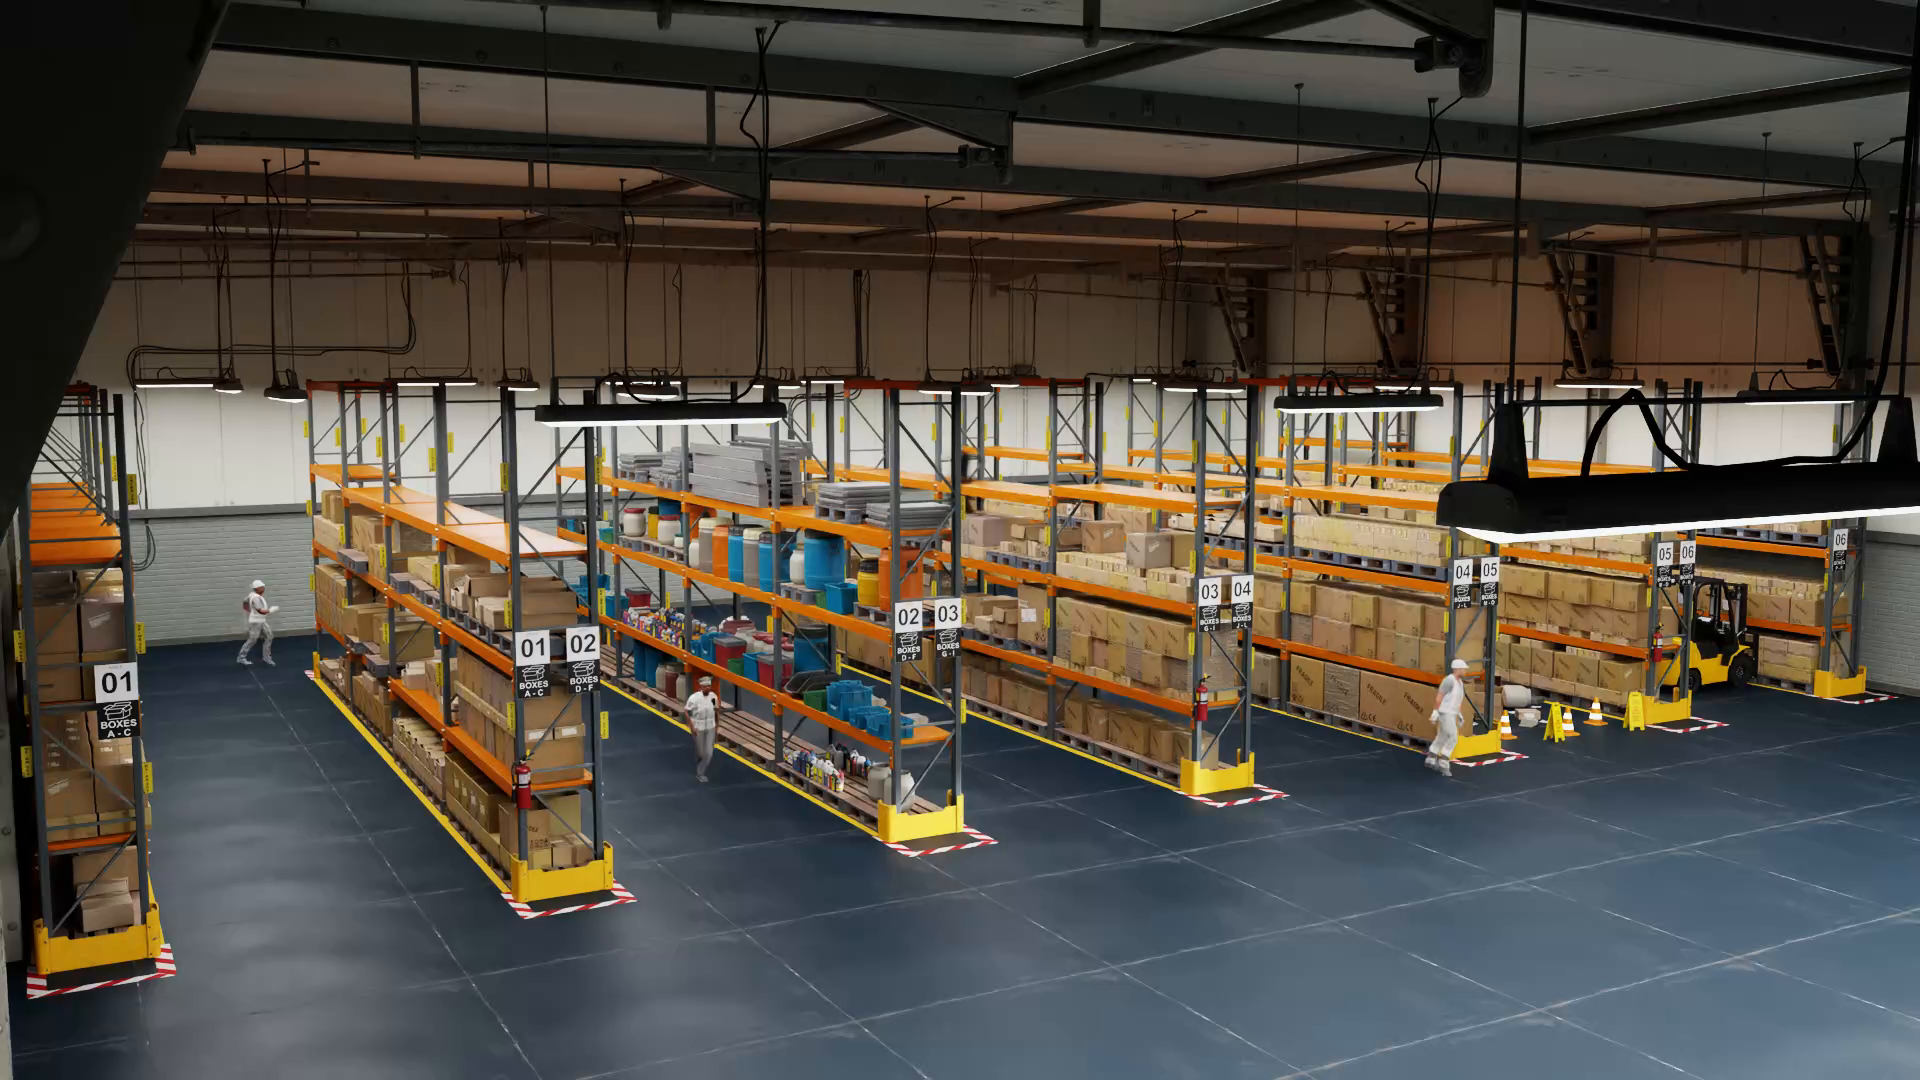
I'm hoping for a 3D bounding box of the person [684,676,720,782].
[{"bbox_3d":[-3.921,2.846,25.288,0.571,1.637,0.532,-3,7,-24],"label":"person"}]

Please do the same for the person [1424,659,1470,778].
[{"bbox_3d":[7.518,2.725,25.758,0.608,1.777,0.658,4,7,35],"label":"person"}]

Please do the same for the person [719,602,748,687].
[{"bbox_3d":[-4.337,2.037,32.510,0.594,1.672,0.652,-5,8,-39],"label":"person"}]

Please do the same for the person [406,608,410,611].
[{"bbox_3d":[-11.668,1.827,34.748,0.895,1.639,0.633,4,7,31],"label":"person"}]

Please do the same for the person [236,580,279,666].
[{"bbox_3d":[-14.637,1.755,34.679,0.849,1.842,0.669,-2,6,-20],"label":"person"}]
